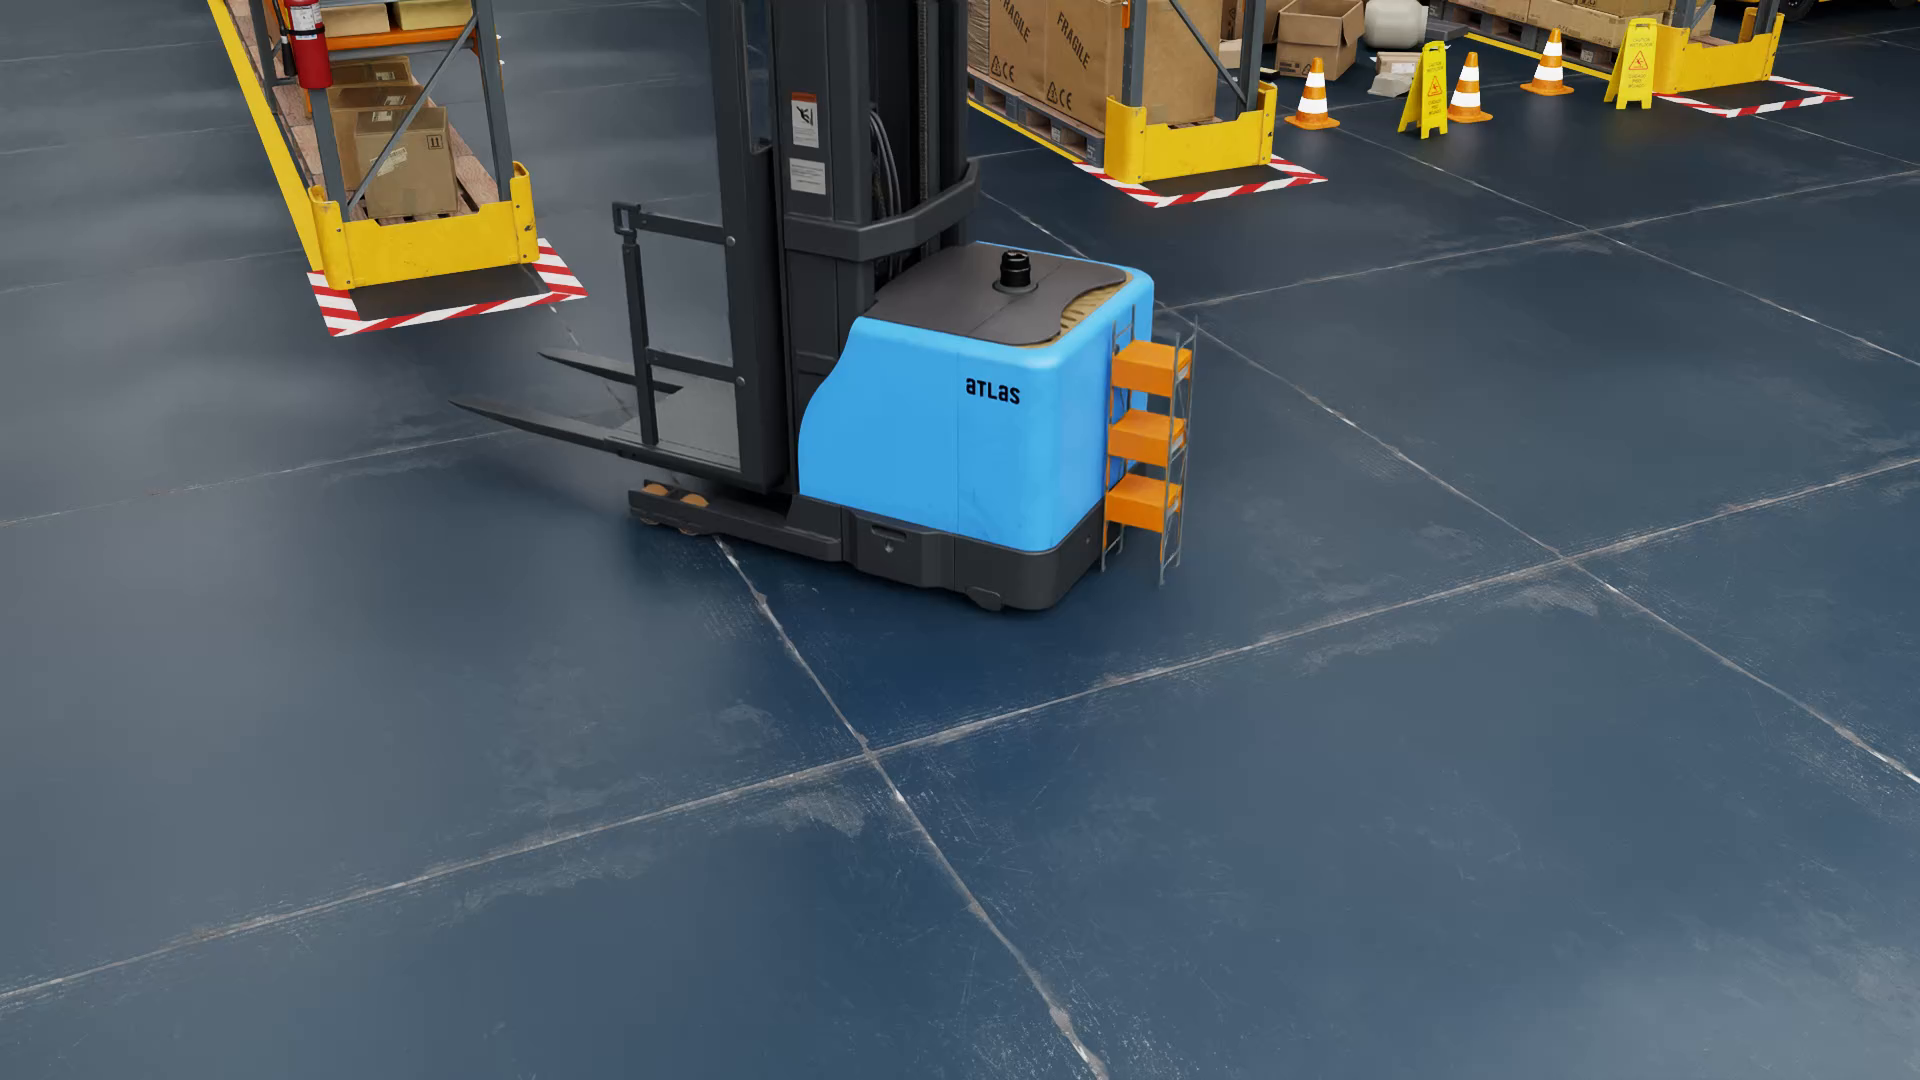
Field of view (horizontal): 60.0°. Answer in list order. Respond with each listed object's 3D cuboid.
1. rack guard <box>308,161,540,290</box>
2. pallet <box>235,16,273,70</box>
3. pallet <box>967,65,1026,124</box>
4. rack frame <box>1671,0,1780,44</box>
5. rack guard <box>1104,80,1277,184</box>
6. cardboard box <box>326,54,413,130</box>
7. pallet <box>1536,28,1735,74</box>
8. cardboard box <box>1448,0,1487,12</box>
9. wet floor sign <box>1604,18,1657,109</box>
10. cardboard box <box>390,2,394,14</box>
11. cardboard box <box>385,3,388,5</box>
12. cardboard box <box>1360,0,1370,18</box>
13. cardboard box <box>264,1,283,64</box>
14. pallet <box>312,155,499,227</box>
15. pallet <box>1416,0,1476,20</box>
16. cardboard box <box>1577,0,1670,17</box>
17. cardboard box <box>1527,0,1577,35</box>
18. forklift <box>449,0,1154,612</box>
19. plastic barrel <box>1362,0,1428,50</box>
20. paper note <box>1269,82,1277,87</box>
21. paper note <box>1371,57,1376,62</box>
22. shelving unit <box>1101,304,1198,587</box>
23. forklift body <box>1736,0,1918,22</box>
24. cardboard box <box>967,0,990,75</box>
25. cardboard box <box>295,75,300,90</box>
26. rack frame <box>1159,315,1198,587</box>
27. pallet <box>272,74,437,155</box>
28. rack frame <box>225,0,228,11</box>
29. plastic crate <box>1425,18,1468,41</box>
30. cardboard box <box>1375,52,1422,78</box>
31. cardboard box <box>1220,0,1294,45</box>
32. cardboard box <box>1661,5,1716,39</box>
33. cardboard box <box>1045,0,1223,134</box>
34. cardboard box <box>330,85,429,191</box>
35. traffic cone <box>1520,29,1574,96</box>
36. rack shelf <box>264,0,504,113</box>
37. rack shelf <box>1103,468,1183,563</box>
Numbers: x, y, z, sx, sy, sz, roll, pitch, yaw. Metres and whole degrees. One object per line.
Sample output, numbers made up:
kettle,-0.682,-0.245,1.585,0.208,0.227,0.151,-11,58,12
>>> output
rack guard,-3.024,-1.791,9.432,1.175,0.500,0.348,-13,32,-22
pallet,-5.571,-4.281,14.169,1.003,0.211,1.213,-13,32,-22
pallet,0.598,-3.503,12.781,1.003,0.211,1.213,-13,32,-22
rack frame,5.959,-4.928,12.472,1.000,3.000,0.127,-13,32,-22
rack guard,1.542,-2.743,11.131,1.175,0.500,0.348,-13,32,-22
cardboard box,-3.982,-3.013,11.183,0.500,0.500,0.500,-16,33,-26
pallet,5.610,-4.112,13.867,1.003,0.211,1.213,-13,32,-22
cardboard box,4.721,-4.894,14.793,0.500,0.250,0.500,-14,32,-23
wet floor sign,5.075,-3.593,12.497,0.267,0.644,0.232,-3,29,-5
cardboard box,-2.988,-3.028,9.340,0.380,0.149,0.250,-13,32,-22
cardboard box,-3.208,-3.248,9.732,0.380,0.149,0.250,-13,32,-22
cardboard box,3.473,-4.847,14.880,0.500,0.500,0.500,7,30,13
cardboard box,-4.952,-3.992,12.908,0.700,0.500,0.500,-16,33,-26
pallet,-3.340,-2.031,10.156,1.003,0.211,1.213,-13,32,-22
pallet,4.562,-5.190,15.789,1.003,0.211,1.213,-13,32,-22
cardboard box,5.380,-4.538,13.392,0.500,0.500,0.500,-13,32,-22
cardboard box,5.154,-4.443,13.989,0.500,0.250,0.500,-13,32,-22
forklift,-0.785,-1.509,6.444,3.031,2.935,1.130,14,32,24
plastic barrel,3.705,-4.399,14.162,0.512,0.421,0.421,7,30,13
paper note,2.410,-3.579,13.103,0.144,0.017,0.142,-3,29,-5
paper note,3.527,-4.034,13.925,0.148,0.019,0.142,-3,29,-5
shelving unit,0.711,-0.348,6.296,0.252,1.050,0.215,14,32,24
forklift body,7.979,-6.056,15.352,2.313,2.155,1.214,-13,32,-22
cardboard box,0.412,-4.178,12.876,0.875,0.875,0.875,-13,32,-22
cardboard box,-4.573,-3.522,12.091,0.500,0.500,0.500,-14,32,-23
rack frame,0.819,-0.320,6.247,0.008,1.050,0.200,14,32,24
pallet,-4.388,-3.109,12.078,1.003,0.211,1.213,-13,32,-22
rack frame,-6.425,-6.381,15.063,1.000,3.000,0.127,-13,32,-22
plastic crate,4.176,-4.556,14.793,0.583,0.080,0.402,26,38,38
cardboard box,3.573,-3.839,13.445,0.380,0.149,0.250,2,29,4
cardboard box,2.510,-4.554,14.218,0.797,0.637,0.503,-13,32,-22
cardboard box,5.863,-4.326,13.781,0.500,0.250,0.500,-13,32,-22
cardboard box,1.181,-3.386,11.465,0.875,0.875,0.875,-13,32,-22
cardboard box,-3.532,-2.476,10.226,0.500,0.500,0.500,-5,30,-9
traffic cone,4.610,-3.741,12.948,0.336,0.463,0.334,-13,32,-22
rack shelf,-3.850,-3.417,10.512,1.077,0.370,4.000,-13,32,-22
rack shelf,0.711,-0.096,6.437,0.240,0.259,0.215,14,32,24
